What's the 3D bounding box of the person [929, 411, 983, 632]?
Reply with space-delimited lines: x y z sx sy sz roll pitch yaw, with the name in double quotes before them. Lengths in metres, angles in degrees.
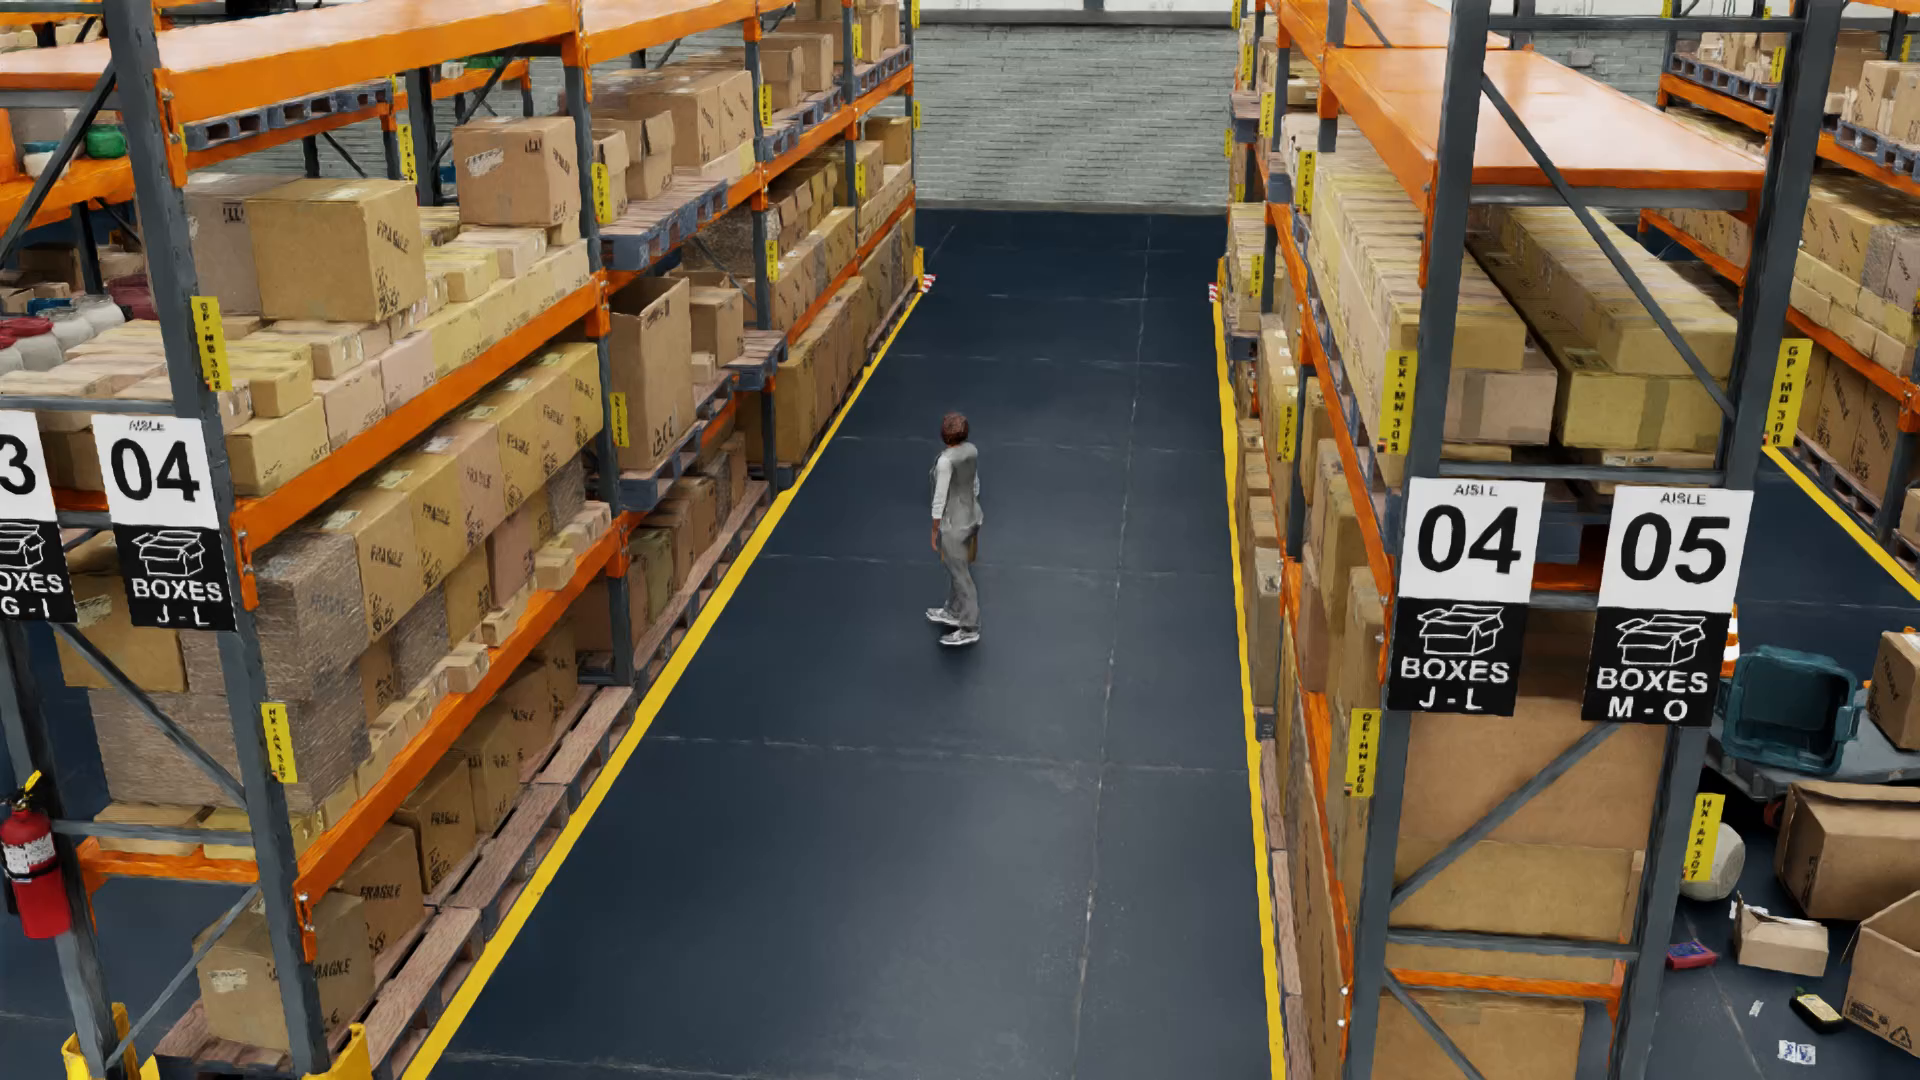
"person" 0.017 -0.136 11.288 0.393 1.526 0.507 11 24 26
